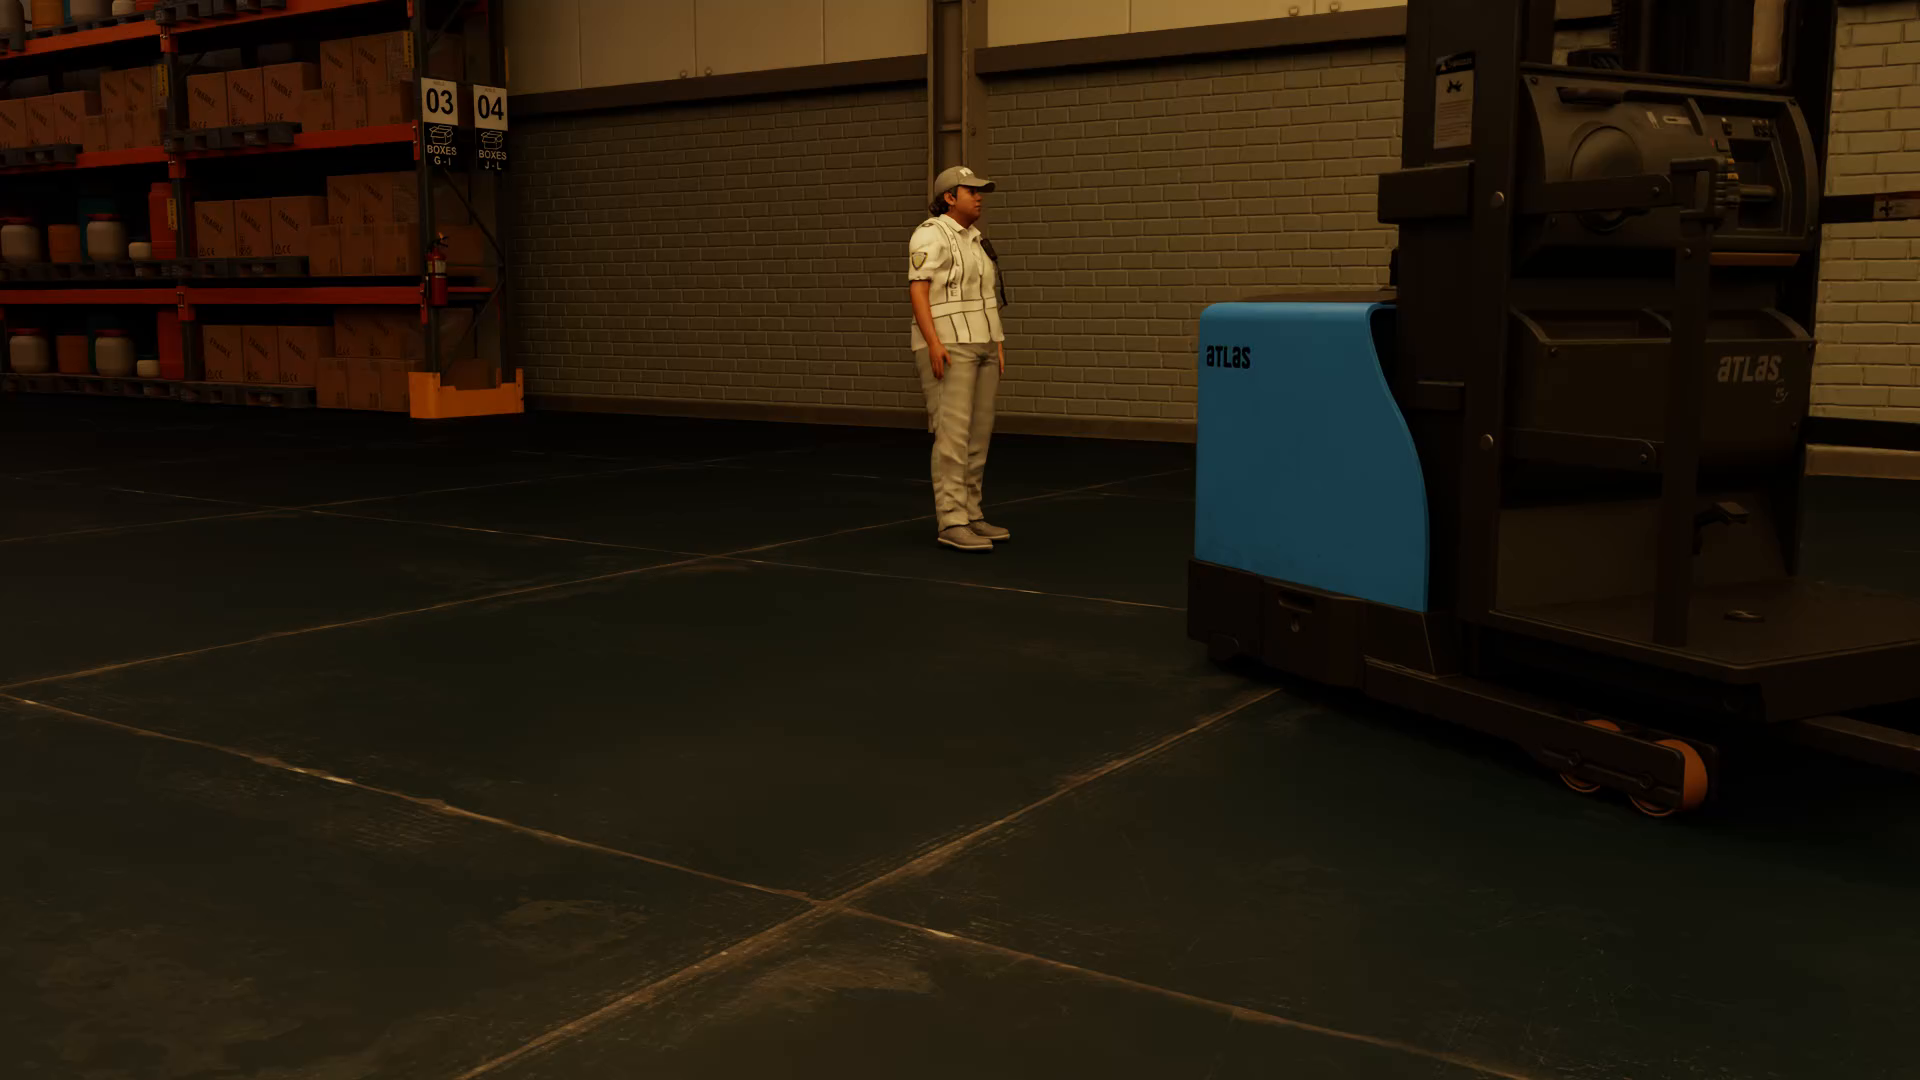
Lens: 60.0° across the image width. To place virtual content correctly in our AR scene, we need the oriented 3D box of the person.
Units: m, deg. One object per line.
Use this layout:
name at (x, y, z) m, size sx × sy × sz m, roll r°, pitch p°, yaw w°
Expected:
person at (0.051, -0.825, 7.424) m, size 0.529 × 1.670 × 0.598 m, roll 5°, pitch 10°, yaw 34°

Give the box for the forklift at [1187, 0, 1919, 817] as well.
forklift at (1.807, -0.938, 3.788) m, size 1.130 × 2.935 × 3.031 m, roll -4°, pitch 9°, yaw -27°
